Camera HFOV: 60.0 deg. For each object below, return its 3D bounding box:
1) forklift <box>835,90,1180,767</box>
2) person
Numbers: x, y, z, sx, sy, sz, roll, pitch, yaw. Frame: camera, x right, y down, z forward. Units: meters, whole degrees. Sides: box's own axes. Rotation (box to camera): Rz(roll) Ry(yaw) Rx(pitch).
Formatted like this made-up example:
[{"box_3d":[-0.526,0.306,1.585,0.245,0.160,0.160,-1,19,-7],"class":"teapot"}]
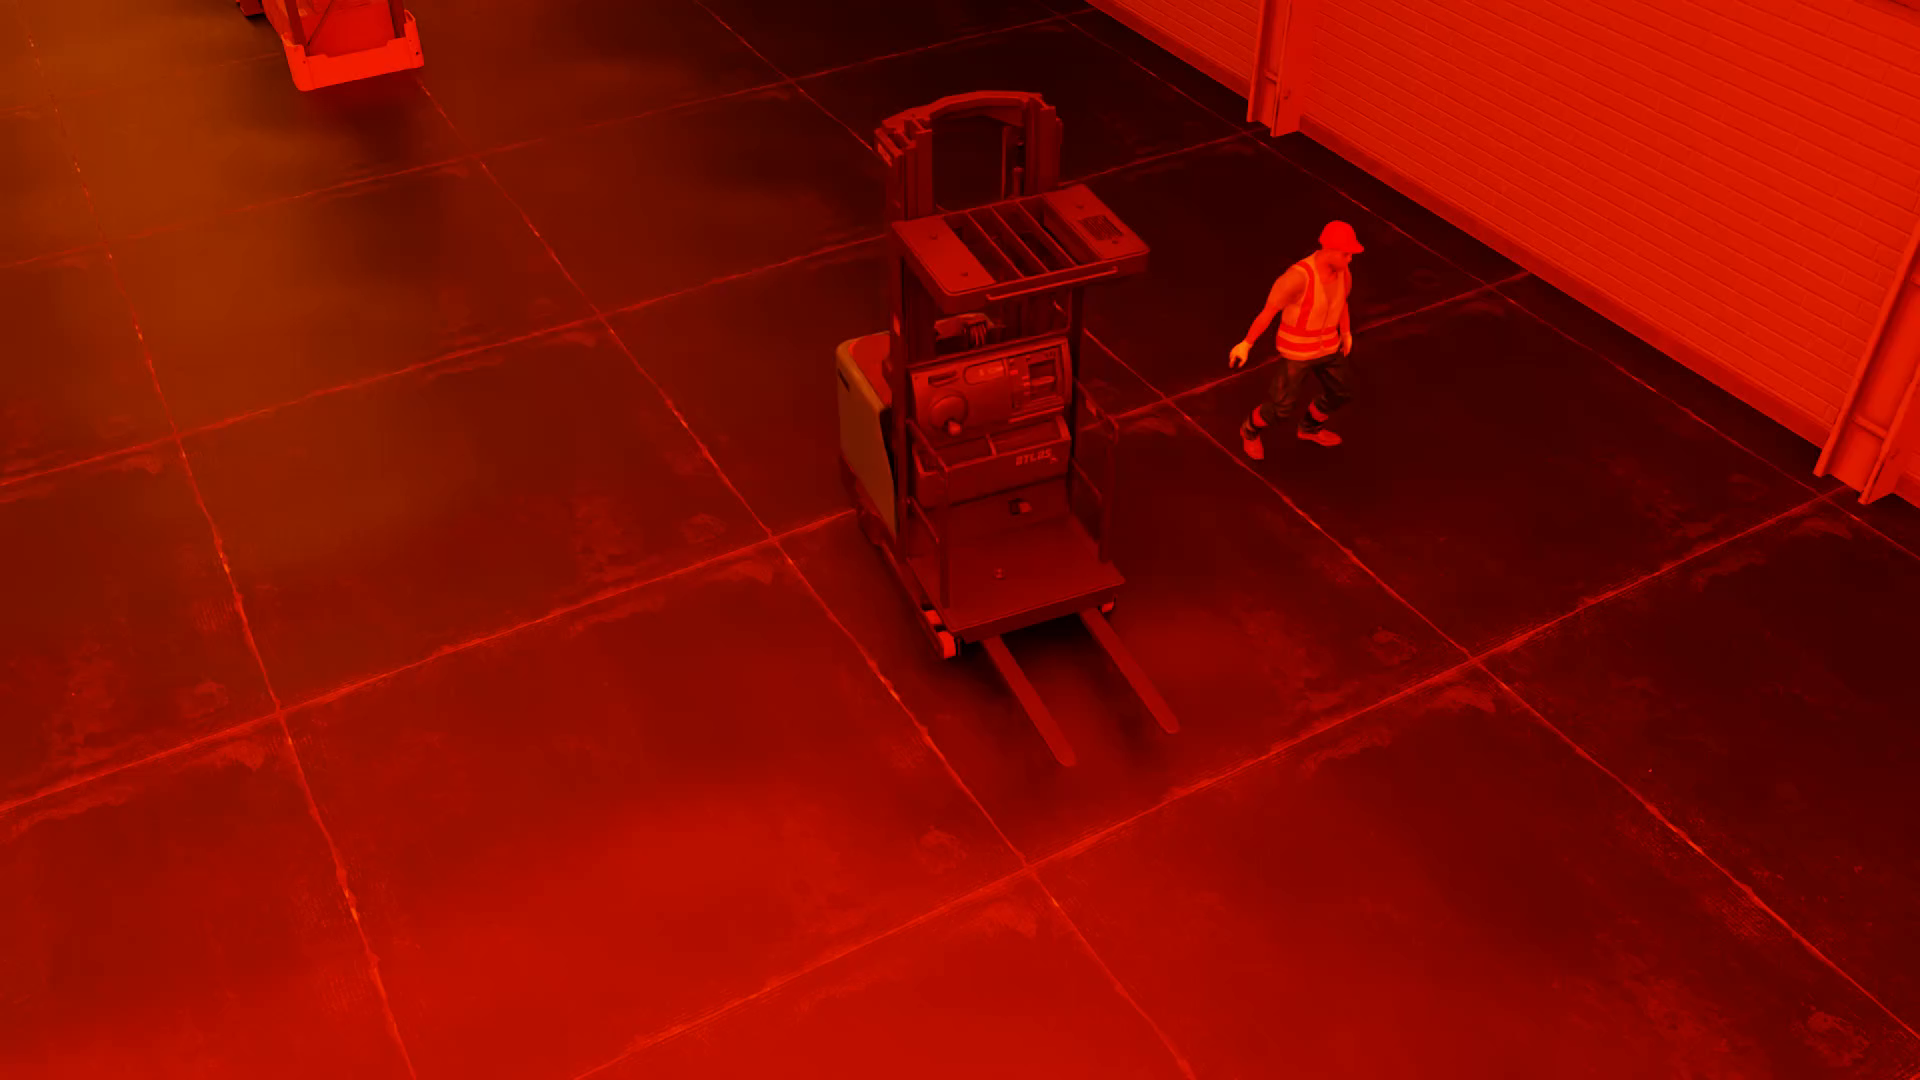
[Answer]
[{"box_3d":[0.265,-0.759,8.951,1.130,2.935,3.031,-15,42,-17],"class":"forklift"},{"box_3d":[2.116,-1.246,10.514,0.886,1.721,0.500,-17,43,-19],"class":"person"}]
